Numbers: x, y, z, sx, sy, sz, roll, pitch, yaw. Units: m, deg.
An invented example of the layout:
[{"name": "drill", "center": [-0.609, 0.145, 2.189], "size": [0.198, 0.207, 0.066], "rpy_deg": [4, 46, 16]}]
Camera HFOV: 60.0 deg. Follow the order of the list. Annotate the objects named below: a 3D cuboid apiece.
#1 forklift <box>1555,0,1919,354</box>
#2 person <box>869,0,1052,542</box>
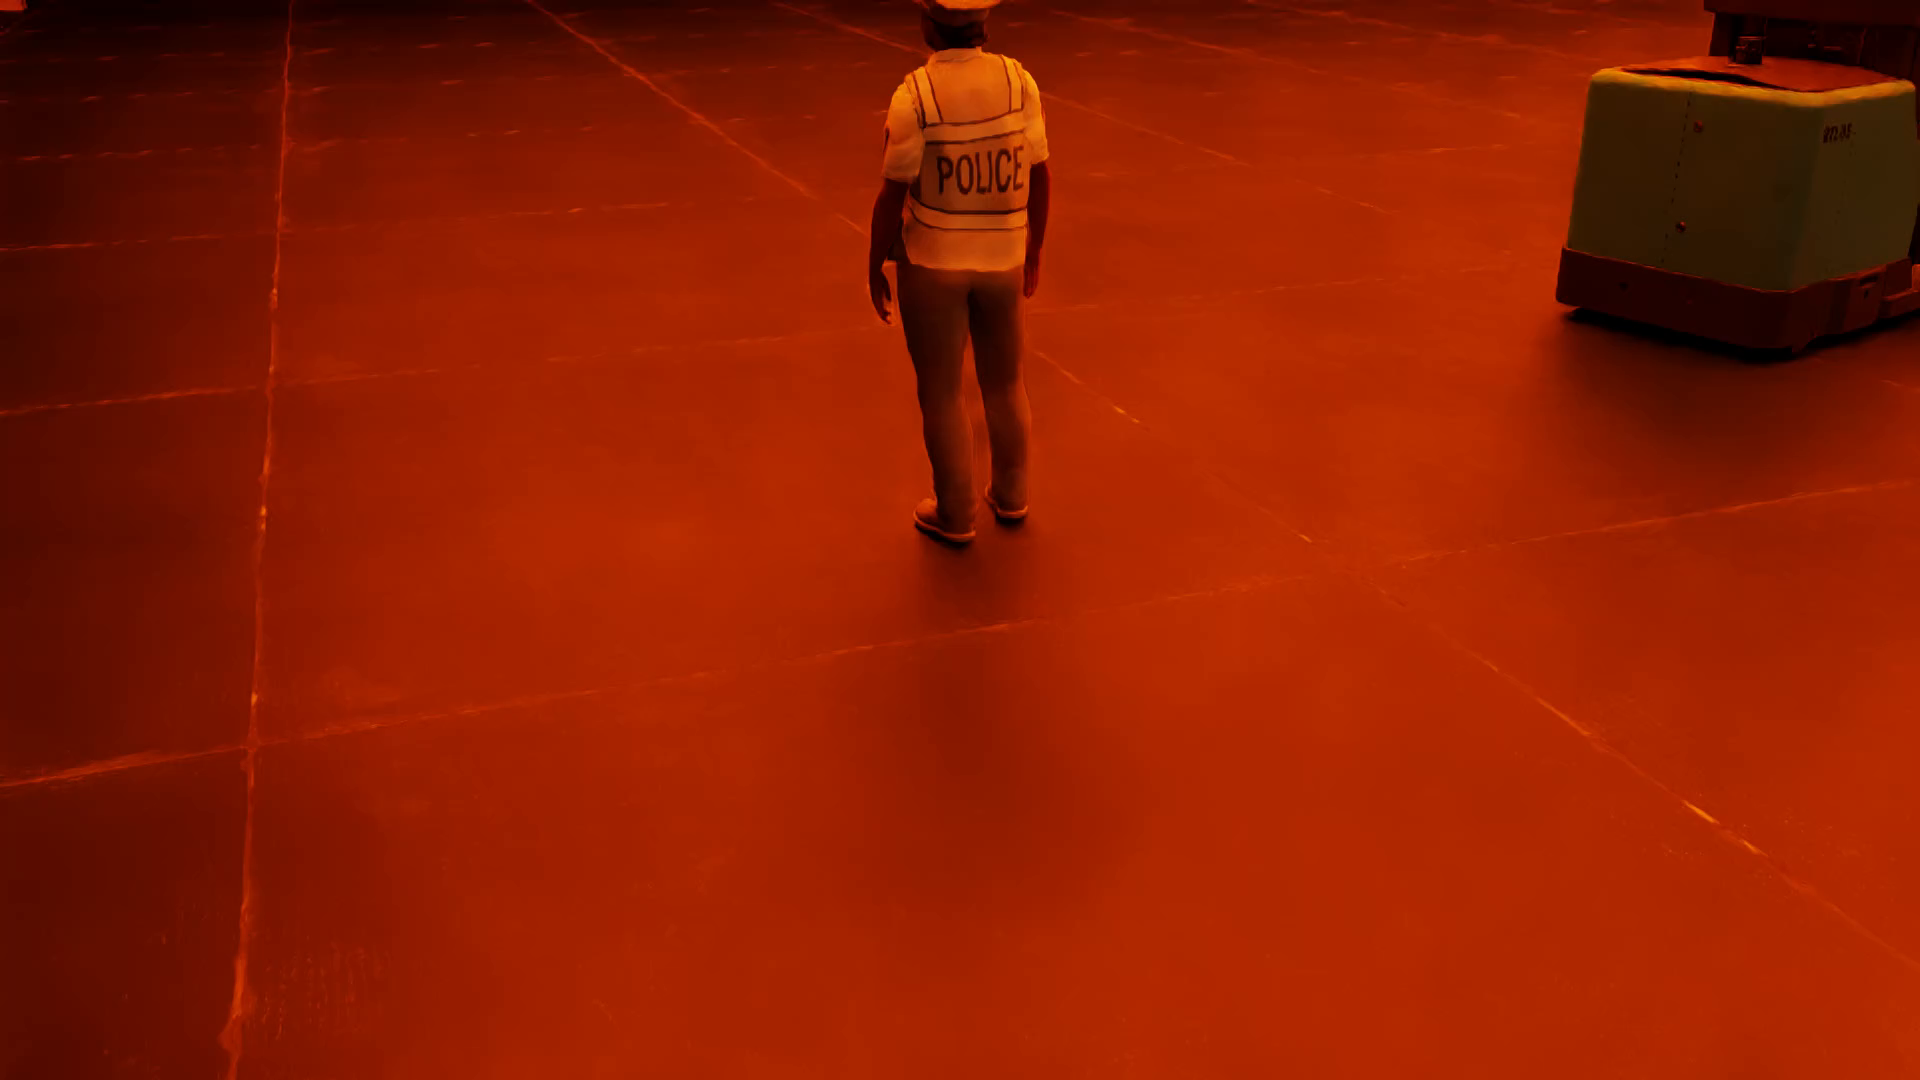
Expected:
[{"name": "forklift", "center": [4.156, -2.551, 7.365], "size": [3.031, 2.935, 1.130], "rpy_deg": [-16, 28, -33]}, {"name": "person", "center": [-0.007, -0.817, 4.819], "size": [0.570, 1.693, 0.529], "rpy_deg": [-8, 24, -18]}]
